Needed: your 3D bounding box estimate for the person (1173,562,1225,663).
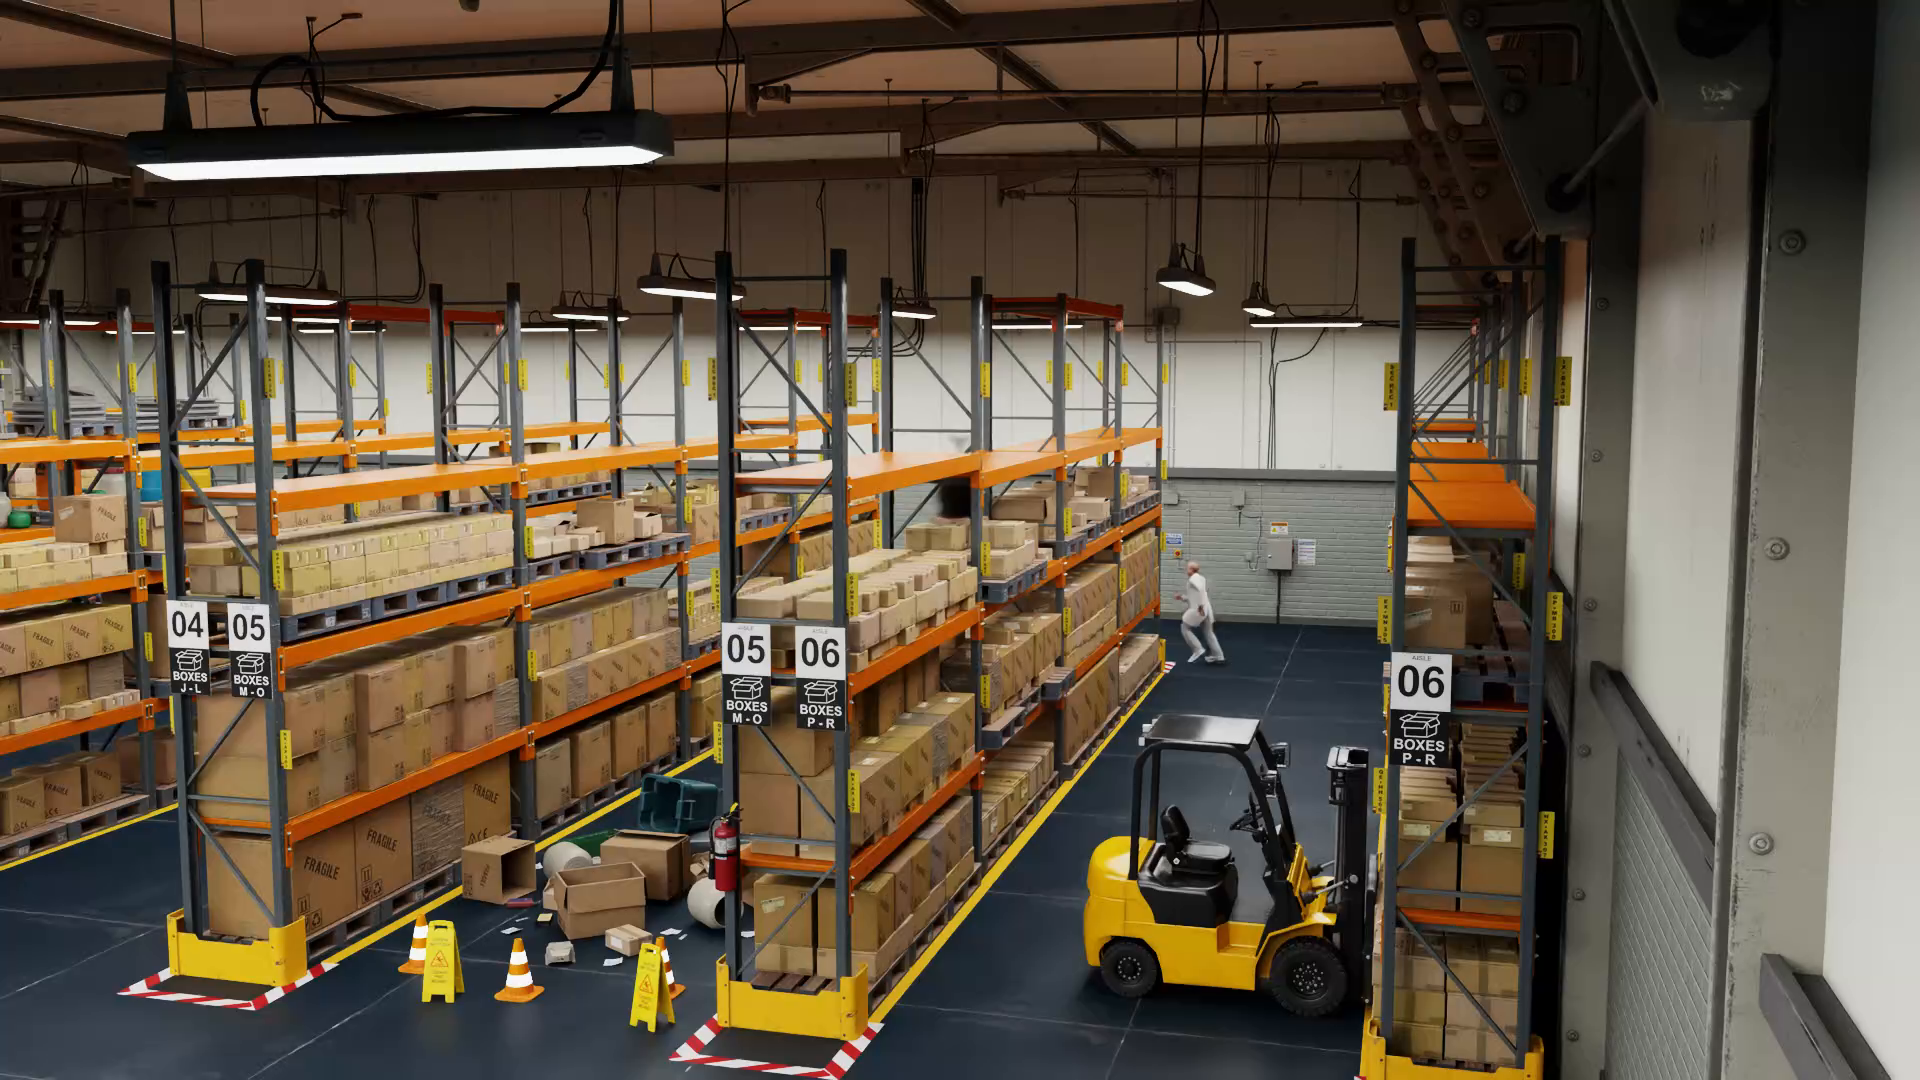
[{"bbox_3d":[4.088,1.295,28.751,1.063,1.639,0.633,5,8,40],"label":"person"}]
